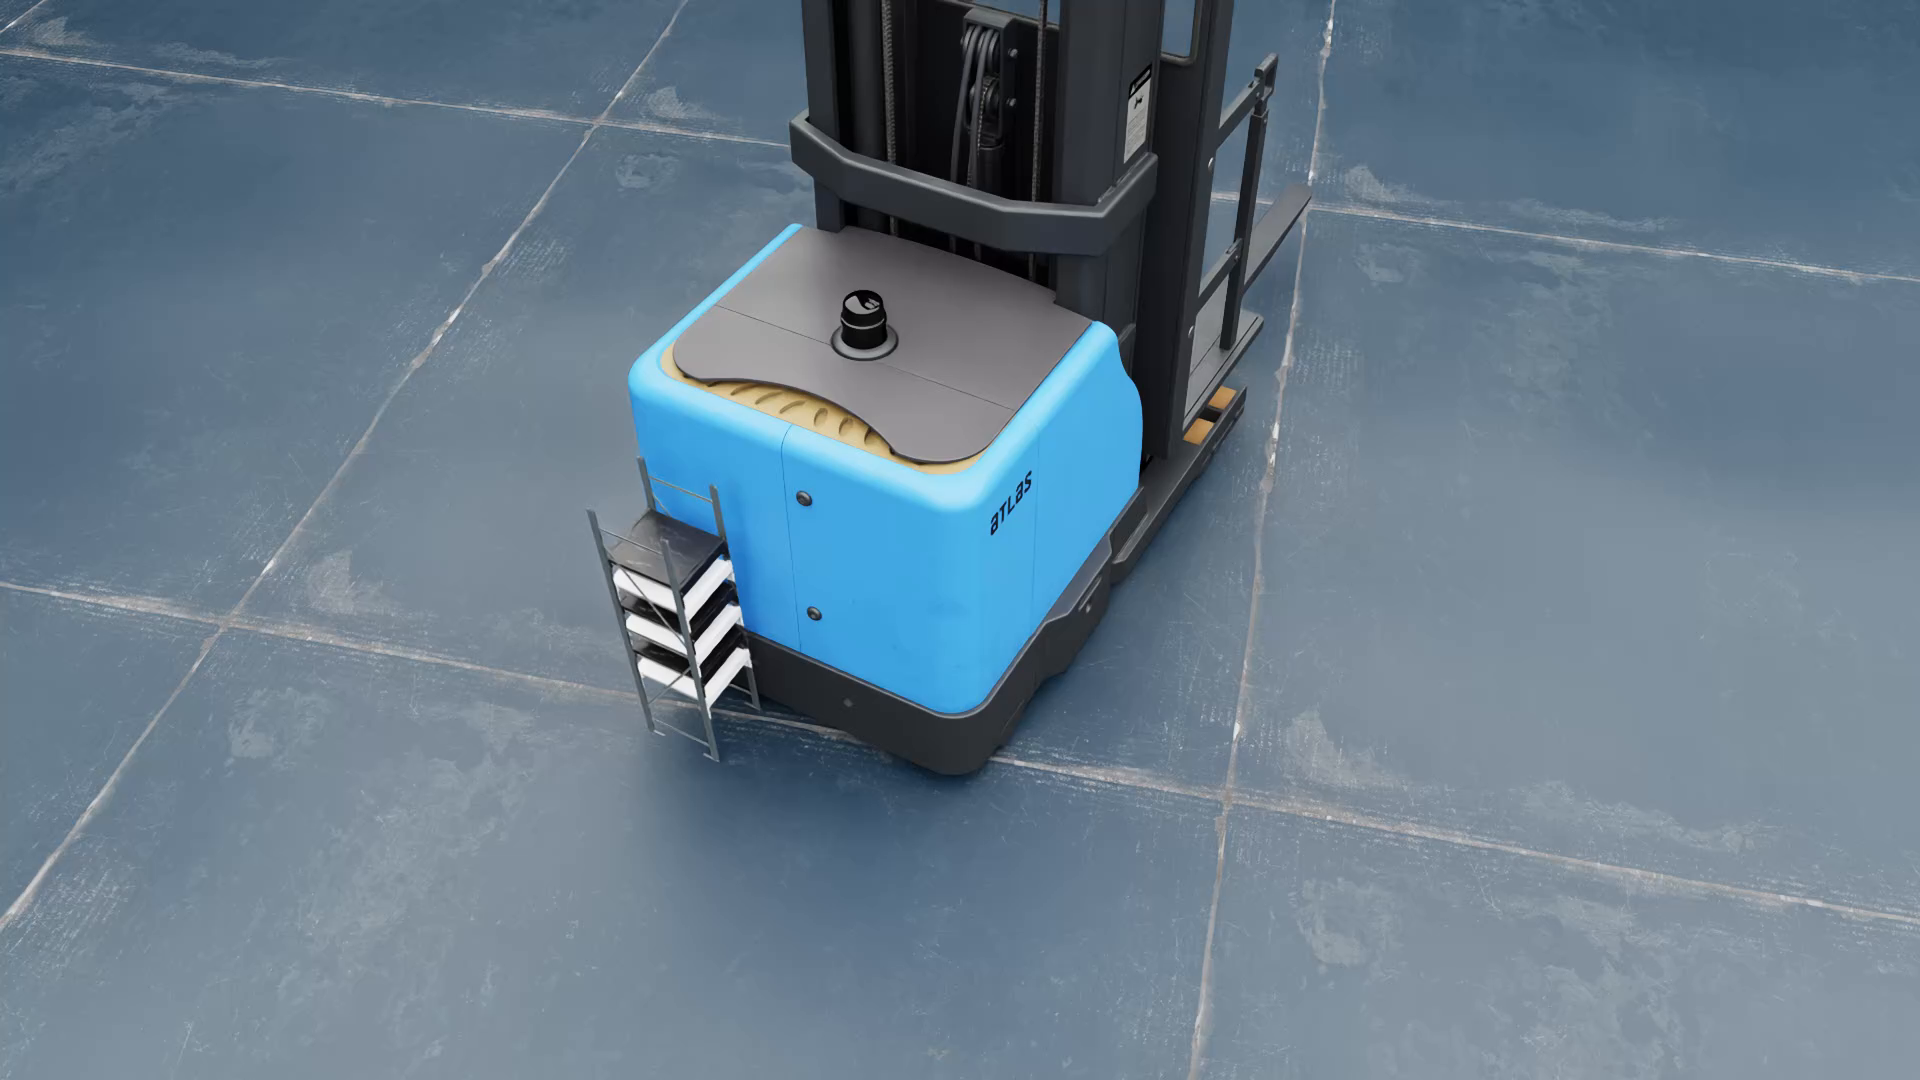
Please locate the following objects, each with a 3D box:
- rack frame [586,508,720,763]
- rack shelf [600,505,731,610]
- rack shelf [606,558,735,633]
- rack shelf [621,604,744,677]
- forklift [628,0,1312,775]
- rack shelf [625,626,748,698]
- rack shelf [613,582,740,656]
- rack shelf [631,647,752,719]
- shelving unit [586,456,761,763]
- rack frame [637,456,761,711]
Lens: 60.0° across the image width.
[{"bbox_3d":[-0.786,0.269,4.322,0.240,0.900,0.006,21,51,20],"label":"rack frame"},{"bbox_3d":[-0.744,0.042,4.208,0.258,0.077,0.200,21,51,20],"label":"rack shelf"},{"bbox_3d":[-0.741,0.103,4.274,0.258,0.077,0.200,21,51,20],"label":"rack shelf"},{"bbox_3d":[-0.736,0.225,4.406,0.258,0.077,0.200,21,51,20],"label":"rack shelf"},{"bbox_3d":[0.307,-1.435,4.628,1.130,2.935,3.031,21,48,21],"label":"forklift"},{"bbox_3d":[-0.733,0.287,4.472,0.258,0.077,0.200,21,51,20],"label":"rack shelf"},{"bbox_3d":[-0.739,0.164,4.340,0.258,0.077,0.200,21,51,20],"label":"rack shelf"},{"bbox_3d":[-0.730,0.348,4.538,0.258,0.077,0.200,21,51,20],"label":"rack shelf"},{"bbox_3d":[-0.737,0.203,4.382,0.258,0.900,0.210,21,51,20],"label":"shelving unit"},{"bbox_3d":[-0.687,0.137,4.441,0.240,0.900,0.006,21,51,20],"label":"rack frame"}]
